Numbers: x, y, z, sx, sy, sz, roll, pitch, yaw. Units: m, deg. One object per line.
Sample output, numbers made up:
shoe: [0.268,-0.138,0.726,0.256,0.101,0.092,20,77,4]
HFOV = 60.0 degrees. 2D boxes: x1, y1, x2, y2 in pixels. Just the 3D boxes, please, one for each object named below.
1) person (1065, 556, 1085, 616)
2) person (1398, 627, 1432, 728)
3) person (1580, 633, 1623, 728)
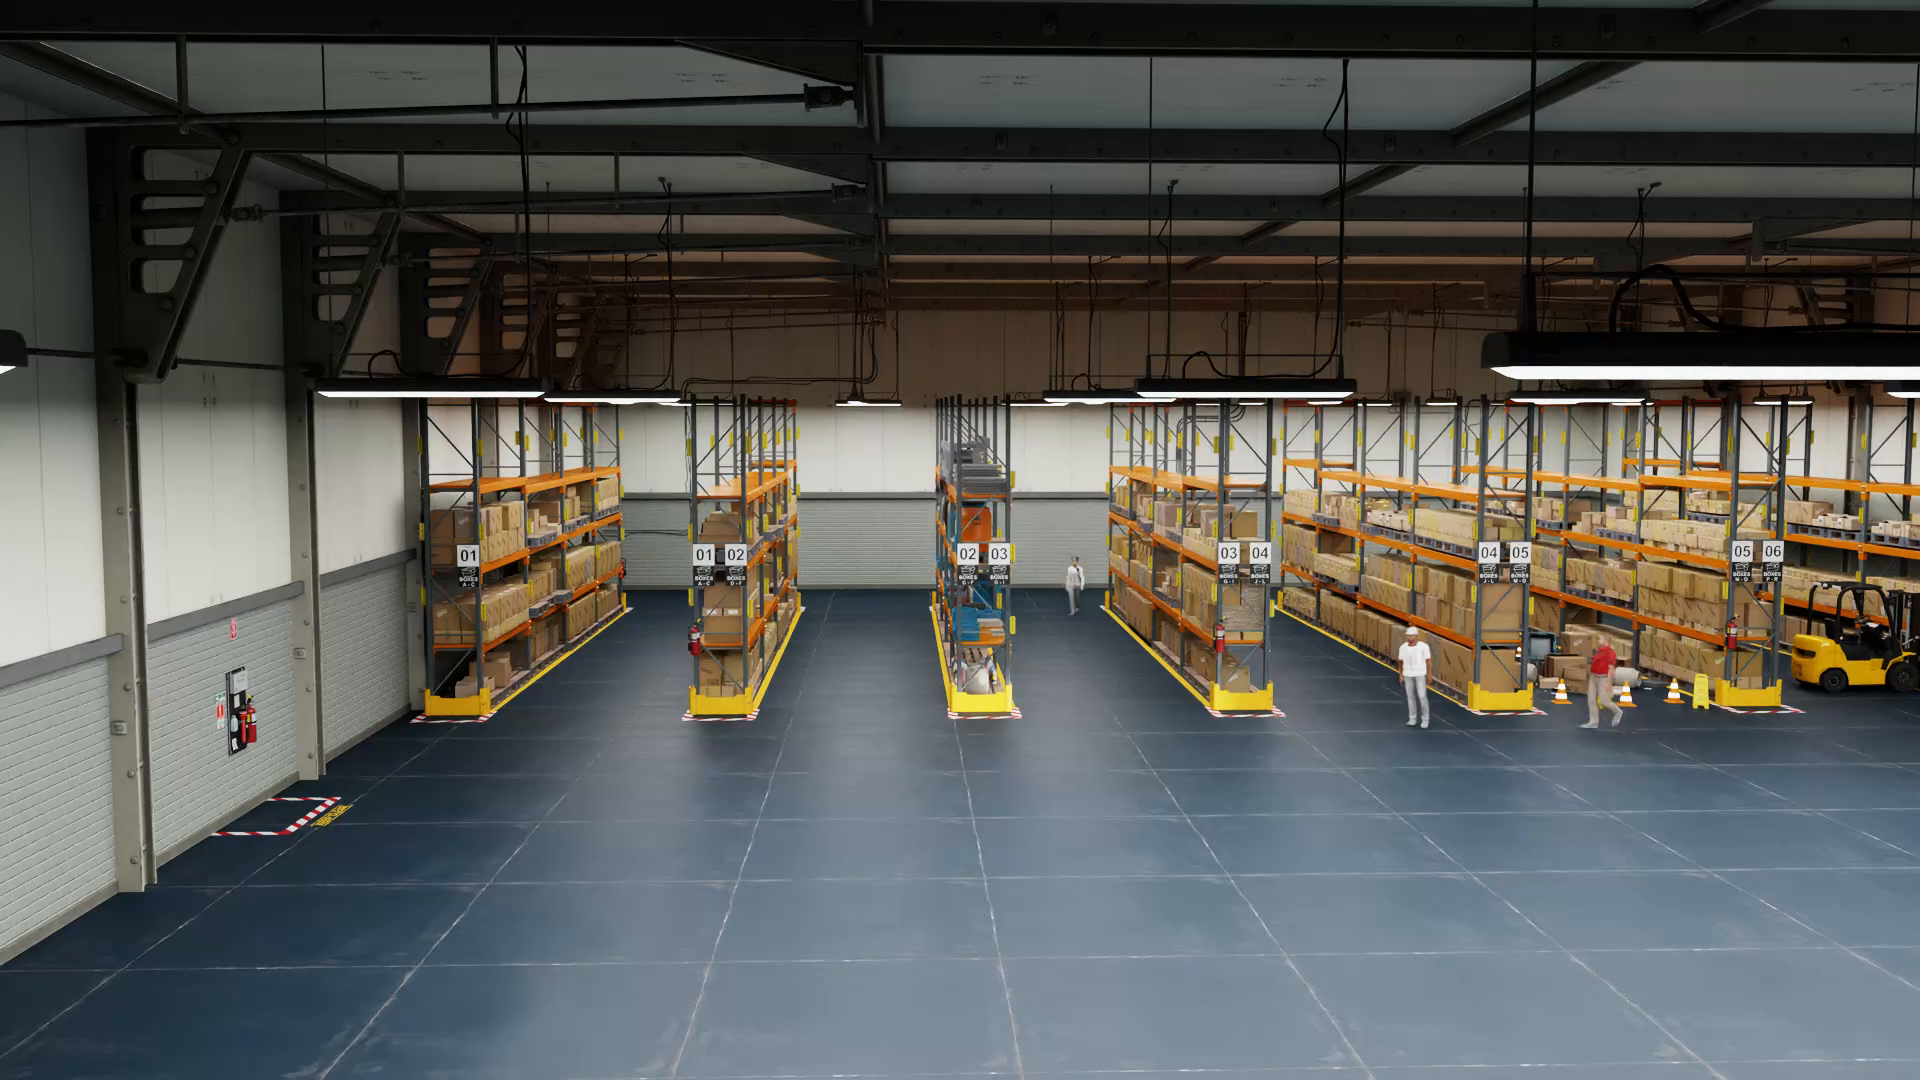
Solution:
person: [3.197,1.263,46.252,0.532,1.635,1.036,0,4,2]
person: [8.223,2.475,30.118,0.638,1.792,0.421,3,6,36]
person: [11.502,2.520,29.715,0.671,1.709,0.523,-3,5,-30]
